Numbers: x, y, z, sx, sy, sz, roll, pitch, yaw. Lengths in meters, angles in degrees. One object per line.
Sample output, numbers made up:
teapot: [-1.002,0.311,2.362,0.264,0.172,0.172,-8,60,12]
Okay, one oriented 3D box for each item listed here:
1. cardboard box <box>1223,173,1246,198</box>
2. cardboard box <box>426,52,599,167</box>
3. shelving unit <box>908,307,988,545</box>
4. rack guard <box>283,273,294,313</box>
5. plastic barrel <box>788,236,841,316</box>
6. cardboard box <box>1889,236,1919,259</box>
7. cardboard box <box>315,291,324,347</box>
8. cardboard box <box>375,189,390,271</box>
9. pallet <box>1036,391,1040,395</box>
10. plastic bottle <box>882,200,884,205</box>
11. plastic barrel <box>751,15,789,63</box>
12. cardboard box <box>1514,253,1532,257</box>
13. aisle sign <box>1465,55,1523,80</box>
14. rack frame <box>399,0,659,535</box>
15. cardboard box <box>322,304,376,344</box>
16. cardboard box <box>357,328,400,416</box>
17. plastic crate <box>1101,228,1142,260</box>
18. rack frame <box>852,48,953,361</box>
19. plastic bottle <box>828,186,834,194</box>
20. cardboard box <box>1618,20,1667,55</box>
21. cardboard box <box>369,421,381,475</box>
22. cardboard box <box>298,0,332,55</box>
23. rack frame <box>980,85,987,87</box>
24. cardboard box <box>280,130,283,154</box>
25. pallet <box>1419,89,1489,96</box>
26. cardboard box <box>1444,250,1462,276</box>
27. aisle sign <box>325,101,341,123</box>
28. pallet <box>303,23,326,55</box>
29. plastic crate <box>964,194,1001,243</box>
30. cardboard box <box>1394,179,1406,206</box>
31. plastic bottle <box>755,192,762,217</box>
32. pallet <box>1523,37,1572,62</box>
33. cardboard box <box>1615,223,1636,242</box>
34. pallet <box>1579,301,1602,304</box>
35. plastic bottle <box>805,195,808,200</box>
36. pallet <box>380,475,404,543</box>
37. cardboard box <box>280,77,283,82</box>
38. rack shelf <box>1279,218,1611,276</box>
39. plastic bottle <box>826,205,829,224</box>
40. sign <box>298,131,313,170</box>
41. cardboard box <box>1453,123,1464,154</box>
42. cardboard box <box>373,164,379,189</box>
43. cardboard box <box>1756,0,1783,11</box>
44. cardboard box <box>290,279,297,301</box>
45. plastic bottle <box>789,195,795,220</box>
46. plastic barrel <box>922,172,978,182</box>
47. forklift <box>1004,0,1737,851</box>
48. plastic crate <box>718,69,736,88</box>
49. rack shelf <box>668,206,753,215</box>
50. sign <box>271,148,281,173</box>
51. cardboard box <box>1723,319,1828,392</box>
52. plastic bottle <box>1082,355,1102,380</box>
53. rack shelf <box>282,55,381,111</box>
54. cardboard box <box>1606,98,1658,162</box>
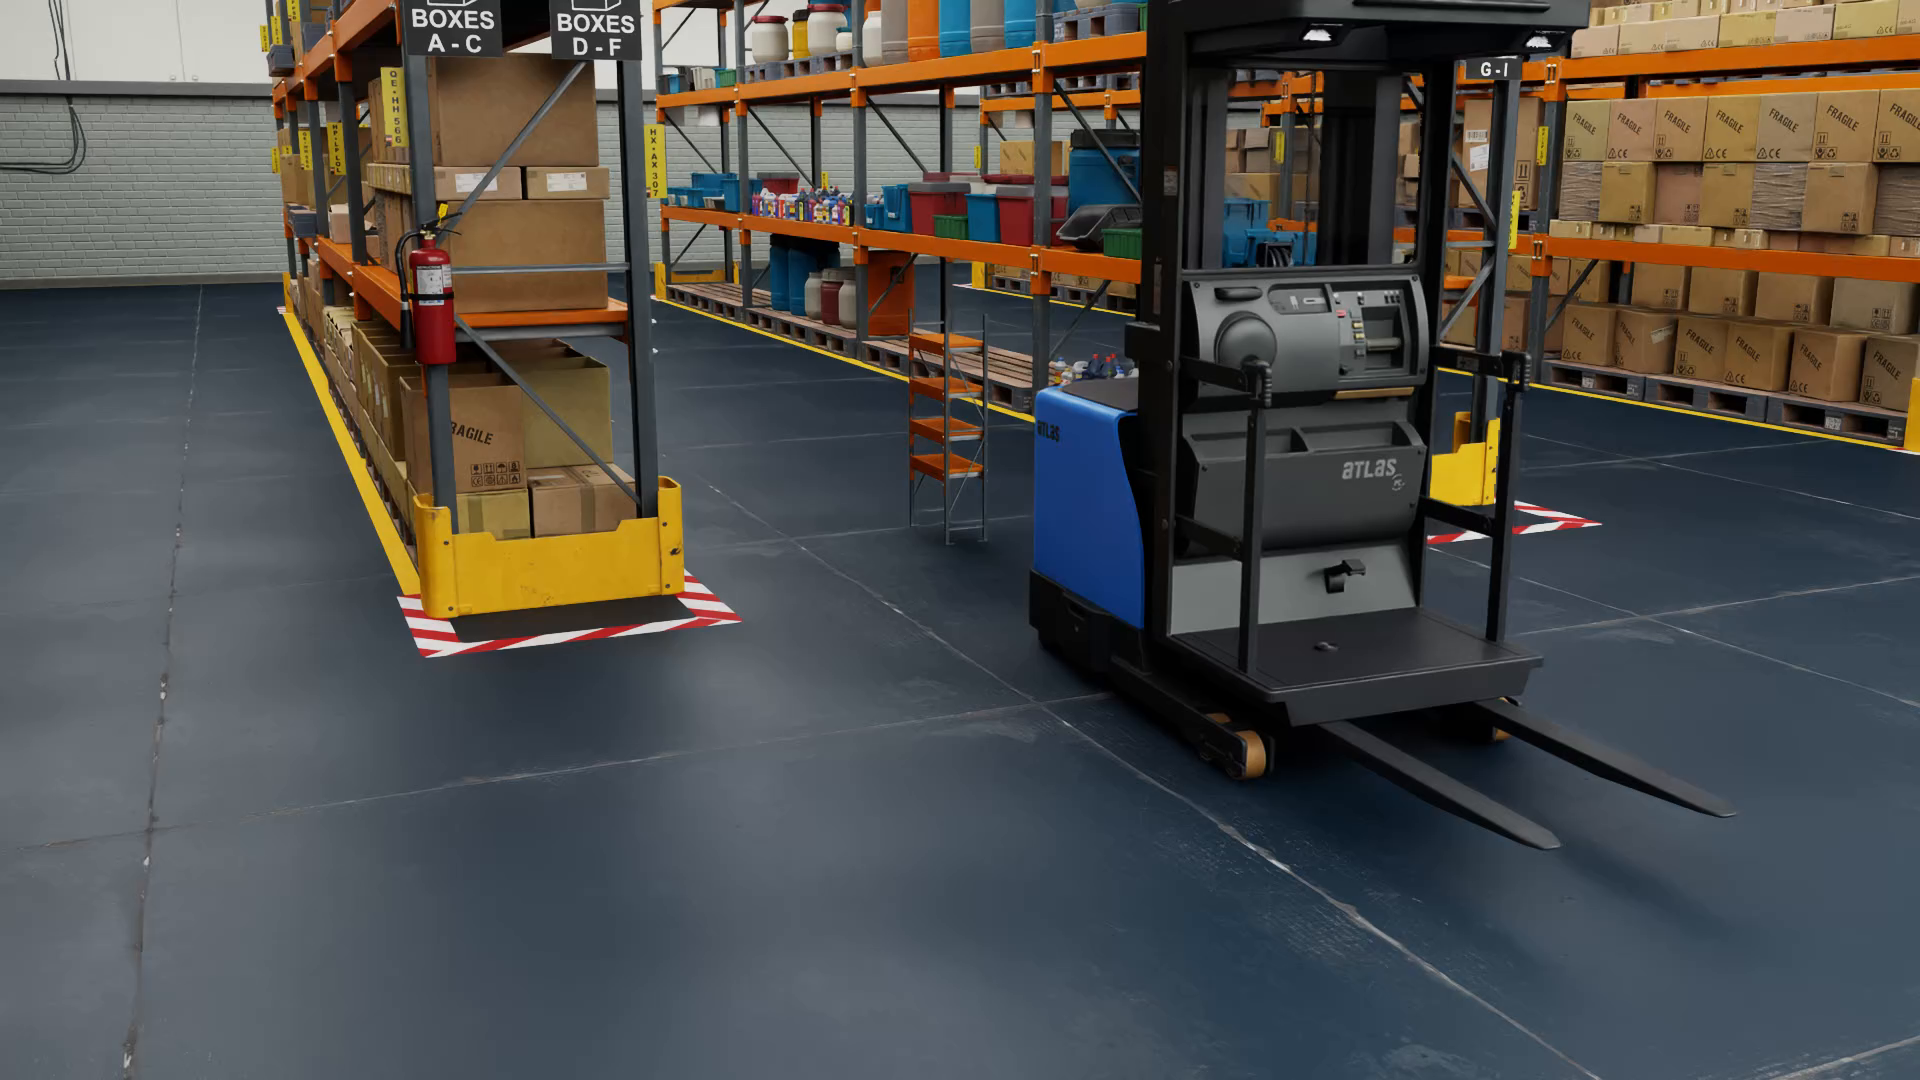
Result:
cardboard box: [3.364,-3.981,19.196,0.500,0.500,0.500,-6,14,-23]
cardboard box: [-2.087,-1.992,7.724,0.700,0.500,0.500,-6,14,-23]
shelving unit: [-0.066,-0.619,8.882,0.258,1.200,0.503,-6,14,-23]
rack guard: [-8.270,-3.274,21.909,1.175,0.500,0.348,-6,14,-23]
plastic barrel: [-1.672,-3.050,19.119,0.600,0.901,0.708,-6,14,-23]
cardboard box: [6.785,-2.066,11.701,0.380,0.149,0.250,-6,14,-23]
cardboard box: [-5.892,-2.131,15.992,0.500,0.500,0.500,-6,14,-25]
cardboard box: [-3.310,-1.986,10.578,0.700,0.500,0.500,-6,14,-24]
pallet: [1.278,-0.974,12.612,1.003,0.211,1.213,-6,14,-23]
plastic bottle: [-0.785,-3.555,17.863,0.097,0.271,0.097,0,13,0]
plastic barrel: [-2.177,-5.729,19.086,0.433,0.535,0.433,0,13,0]
cardboard box: [7.652,-3.856,21.827,0.500,0.250,0.500,-5,14,-22]
aisle sign: [2.946,-2.927,9.099,0.394,0.787,0.004,-6,14,-23]
rack frame: [-1.891,-1.202,7.413,1.000,3.000,0.127,-6,14,-23]
cardboard box: [-5.155,-1.859,14.171,0.500,0.311,0.500,-5,14,-21]
cardboard box: [-3.387,-1.032,10.182,0.500,0.500,0.500,-6,14,-23]
plastic crate: [1.332,-2.066,11.615,0.450,0.188,0.662,-6,14,-23]
rack frame: [-0.555,-3.302,16.484,1.000,3.000,0.127,-6,14,-23]
plastic bottle: [-1.490,-3.944,19.367,0.144,0.351,0.185,-6,14,-23]
cardboard box: [5.747,-4.086,13.553,0.500,0.250,0.500,-6,14,-23]
cardboard box: [-3.194,-0.563,9.817,0.500,0.250,0.500,-6,14,-23]
cardboard box: [-5.301,-4.452,14.581,0.910,0.500,0.500,-6,14,-23]
rack frame: [0.778,-8.325,24.882,1.000,3.000,0.127,-6,14,-23]
cardboard box: [-7.952,-4.717,20.160,0.500,0.500,0.500,-5,14,-22]
pallet: [7.115,-6.235,22.923,1.213,0.211,1.003,-6,14,-23]
cardboard box: [7.019,-3.813,23.304,0.500,0.500,0.500,-5,14,-21]
aisle sign: [-8.047,-5.816,21.583,0.394,0.787,0.004,-6,14,-23]
pallet: [-4.742,-4.092,13.666,1.213,0.211,1.003,-5,14,-20]
plastic crate: [0.320,-2.667,13.778,0.392,0.384,0.575,-6,14,-23]
cardboard box: [4.443,-3.514,16.800,0.500,0.250,0.500,-6,14,-25]
plastic bottle: [-2.348,-3.930,19.455,0.061,0.283,0.133,-6,14,-23]
pallet: [5.435,-4.430,15.122,1.213,0.211,1.003,-6,14,-23]
cardboard box: [5.718,-2.576,13.905,0.380,0.149,0.250,-6,14,-23]
pallet: [8.256,-2.979,21.275,1.003,0.211,1.213,-6,14,-23]
plastic bottle: [-1.638,-3.597,18.020,0.061,0.283,0.133,-6,14,-23]
pallet: [-2.720,-0.250,9.481,1.003,0.211,1.213,-6,14,-23]
cardboard box: [-7.327,-5.251,18.584,0.500,0.250,0.500,-6,14,-23]
rack shelf: [4.784,-2.986,16.712,1.077,0.370,4.000,-6,14,-23]
plastic bottle: [-1.347,-3.384,17.277,0.097,0.201,0.097,0,13,0]
sign: [-5.589,-3.330,14.212,0.100,0.325,0.005,-6,14,-23]
cardboard box: [7.008,-5.799,24.173,0.500,0.500,0.500,-5,14,-22]
cardboard box: [-3.357,-2.215,10.130,0.380,0.149,0.250,-6,14,-24]
cardboard box: [6.209,-4.038,12.462,0.380,0.149,0.250,-6,15,-26]
cardboard box: [-8.142,-3.141,20.913,0.500,0.250,0.500,-6,14,-23]
plastic bottle: [-1.836,-3.670,18.359,0.097,0.271,0.097,0,13,0]
plastic barrel: [-0.092,-3.300,16.172,0.600,0.536,0.708,-6,14,-23]
forklift: [1.063,-1.879,8.785,3.137,3.703,9.490,-5,14,-21]
plastic crate: [-2.604,-5.547,20.000,0.450,0.188,0.662,-6,14,-23]
rack shelf: [-2.959,-4.286,21.899,0.919,0.124,3.809,-6,14,-23]
sign: [-8.797,-4.881,21.386,0.100,0.325,0.005,-6,14,-23]
cardboard box: [6.448,-1.465,13.160,0.500,0.500,0.500,-4,14,-18]
plastic bottle: [0.990,-1.195,12.280,0.144,0.351,0.185,-5,14,-21]
rack shelf: [11.884,-5.254,6.171,26.082,6.545,35.578,-6,14,-23]
cardboard box: [5.734,-3.384,13.742,0.500,0.500,0.500,-6,14,-23]
